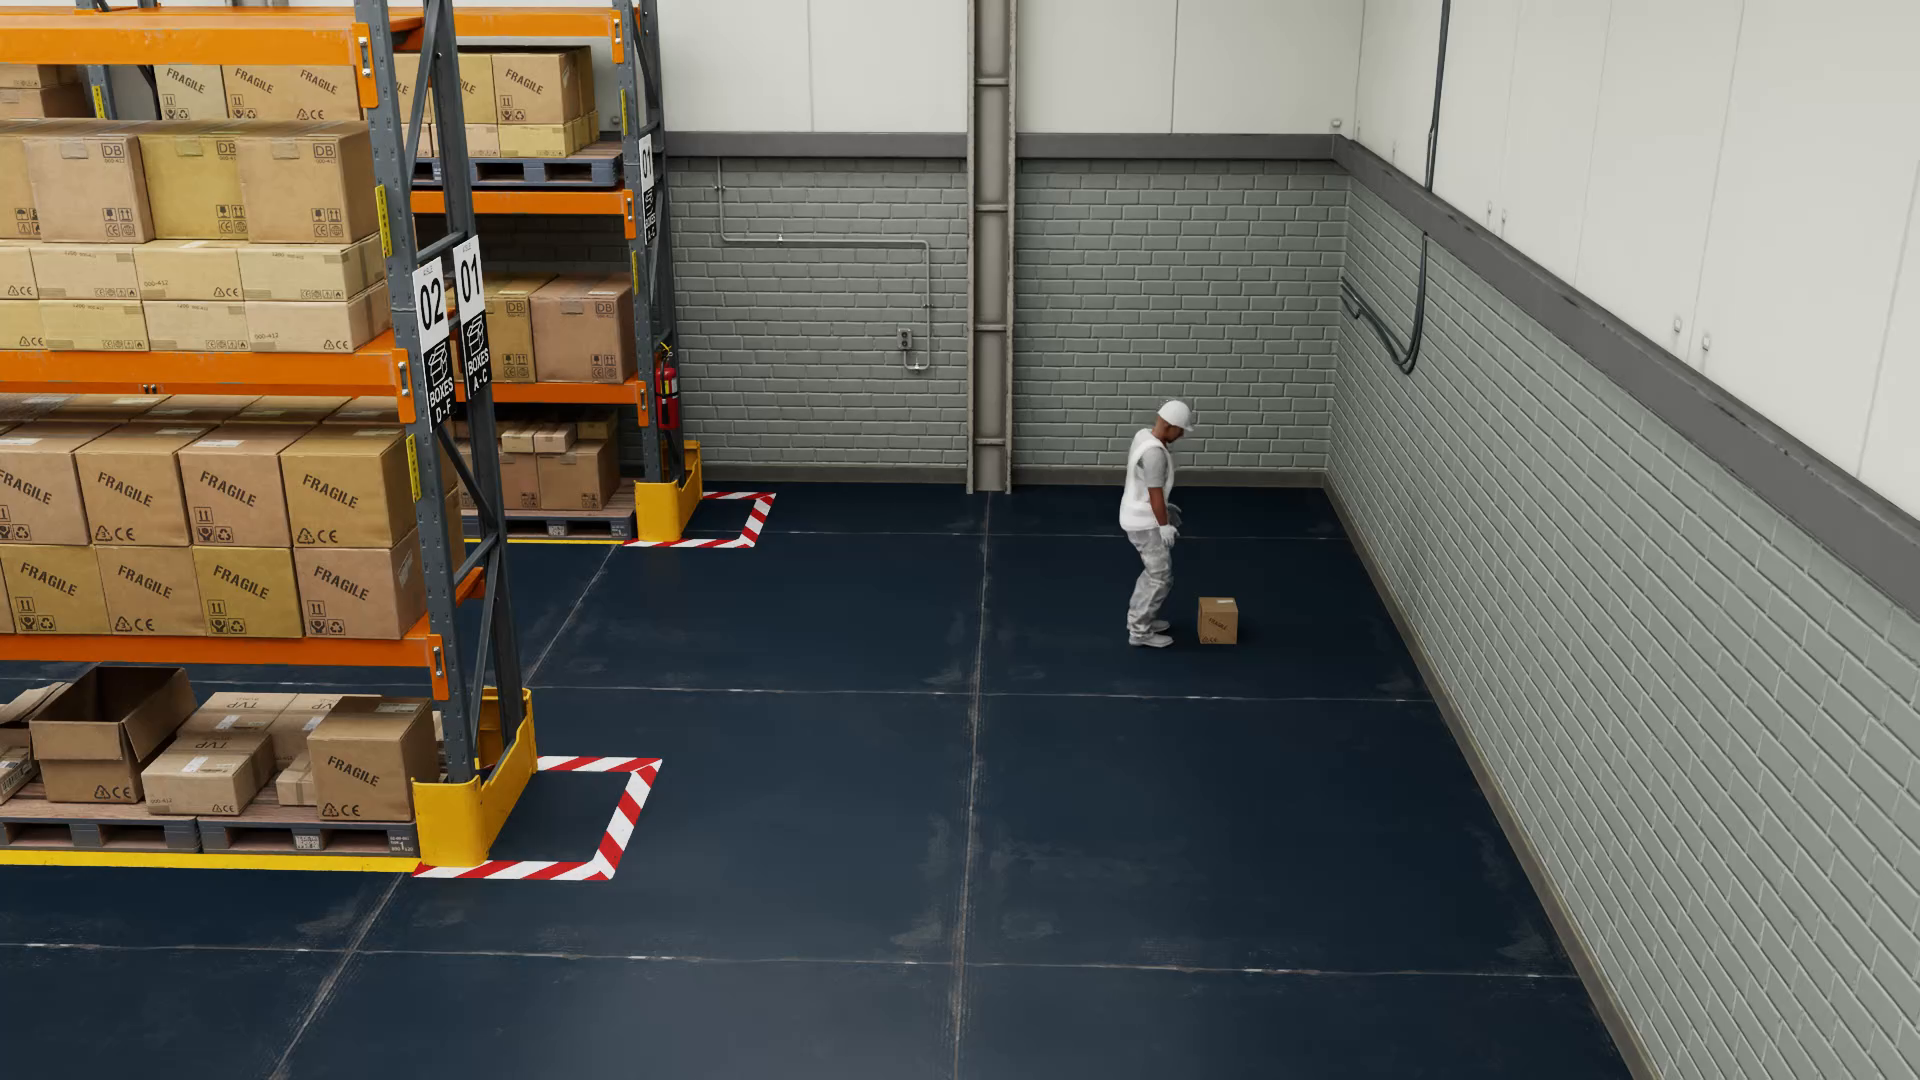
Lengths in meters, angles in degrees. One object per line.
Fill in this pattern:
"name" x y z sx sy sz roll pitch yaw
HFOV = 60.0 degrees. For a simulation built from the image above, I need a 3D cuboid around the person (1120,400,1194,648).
"person" 1.342 -0.133 11.496 0.477 1.721 0.576 1 21 3
